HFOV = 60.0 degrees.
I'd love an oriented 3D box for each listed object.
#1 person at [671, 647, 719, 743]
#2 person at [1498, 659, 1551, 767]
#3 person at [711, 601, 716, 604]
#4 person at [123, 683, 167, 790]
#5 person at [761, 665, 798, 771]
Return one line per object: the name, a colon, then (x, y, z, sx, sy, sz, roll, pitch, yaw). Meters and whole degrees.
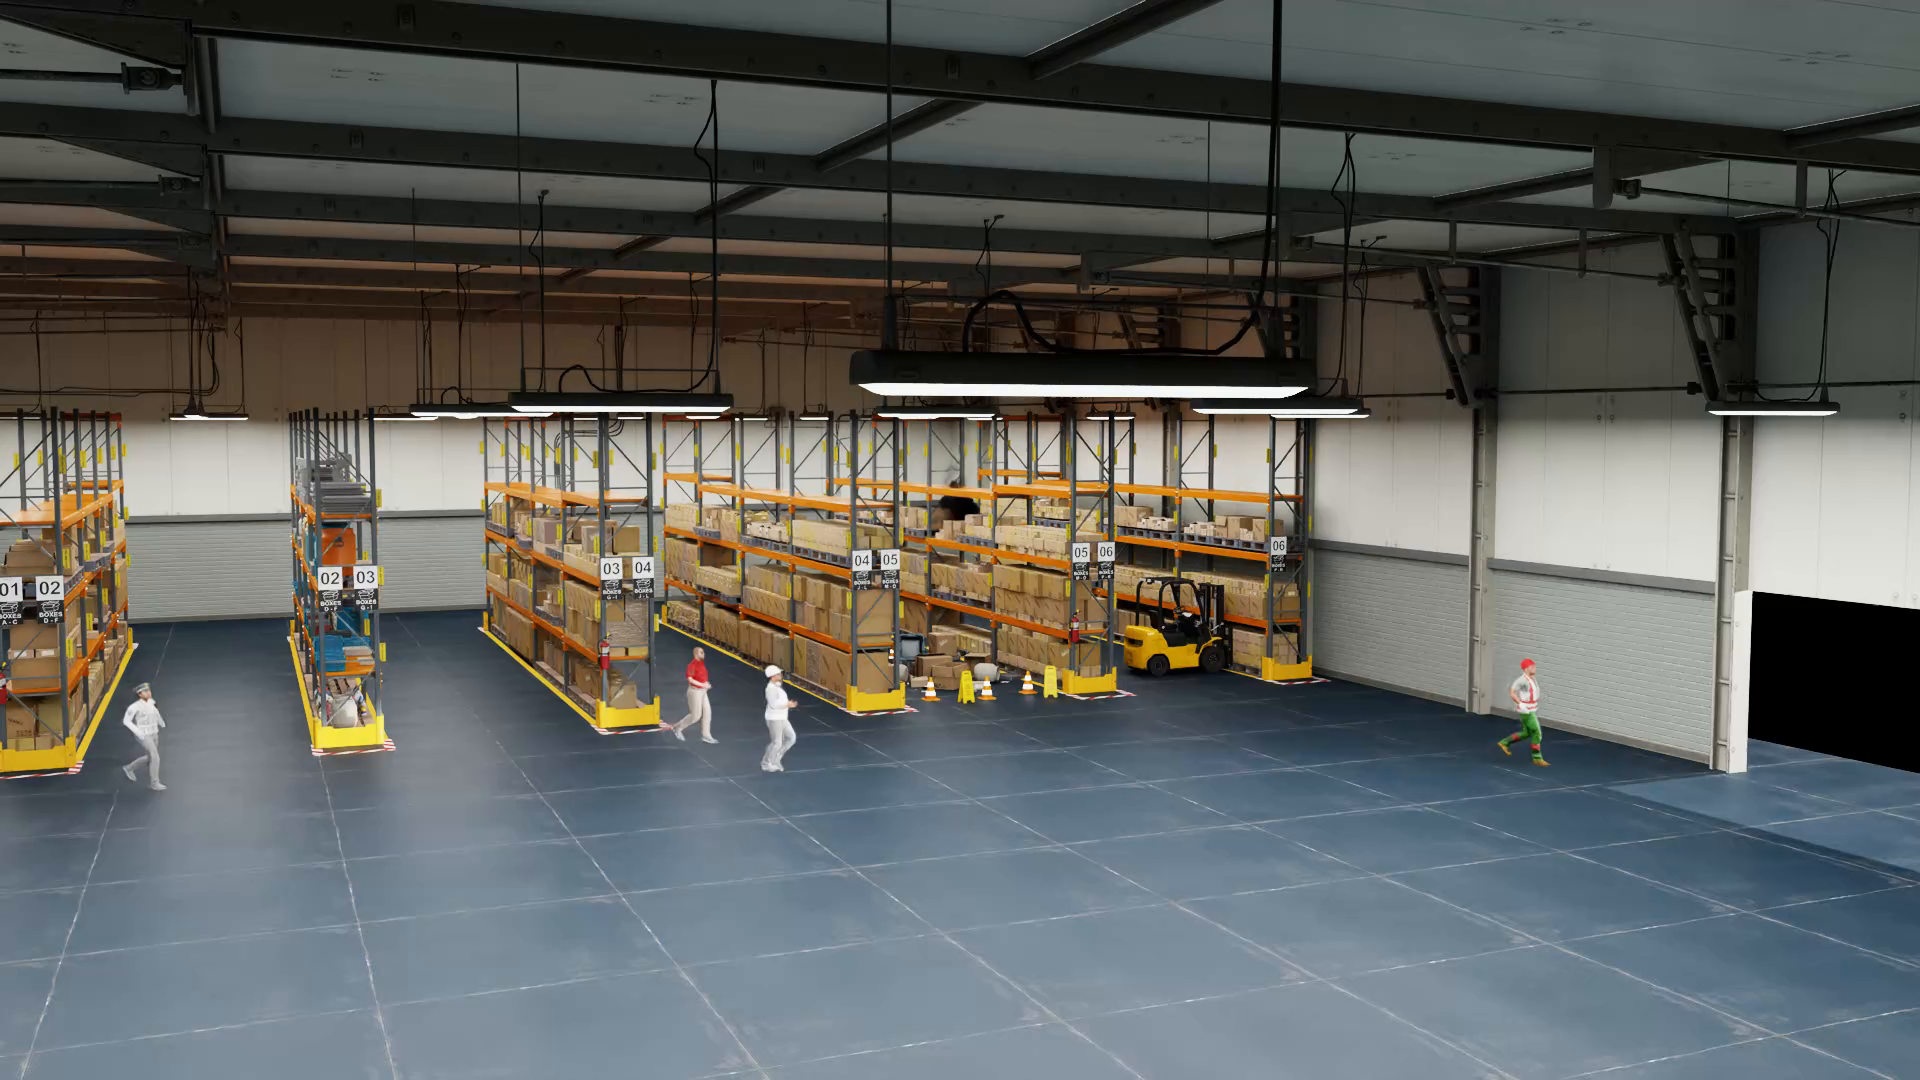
person: (-4.745, 2.784, 29.830, 0.838, 1.745, 0.688, 1, 4, 10)
person: (9.503, 2.879, 27.947, 0.881, 1.788, 0.643, 3, 5, 33)
person: (-7.231, 1.348, 49.737, 0.827, 1.772, 0.694, -2, 4, -25)
person: (-12.796, 3.066, 26.083, 0.757, 1.696, 0.611, 1, 4, 14)
person: (-2.955, 2.936, 27.283, 0.647, 1.767, 0.642, 0, 4, 6)
